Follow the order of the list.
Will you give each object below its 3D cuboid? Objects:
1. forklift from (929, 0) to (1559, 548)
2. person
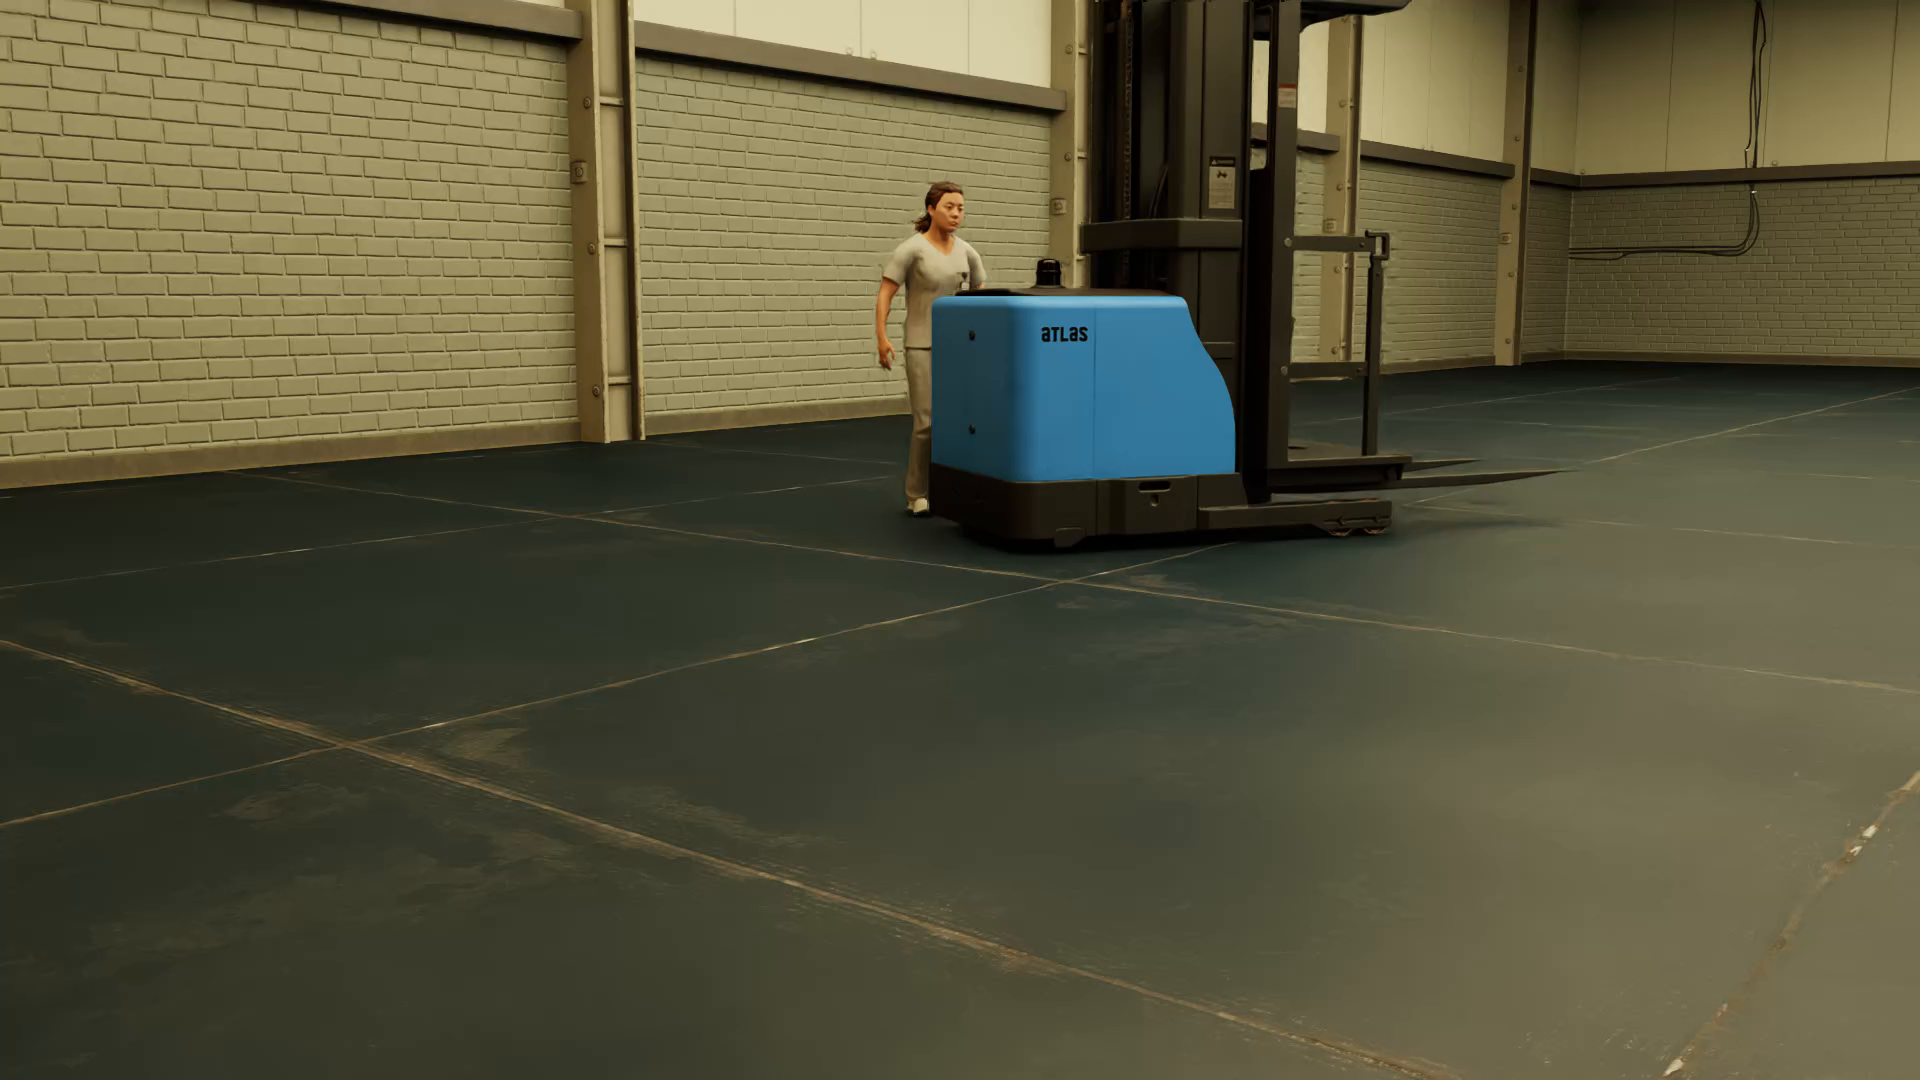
[{"bbox_3d":[1.422,-1.529,7.730,3.031,2.935,1.130,-3,9,-22],"label":"forklift"},{"bbox_3d":[-0.067,-0.927,8.137,0.725,1.628,0.451,-4,9,-27],"label":"person"}]
